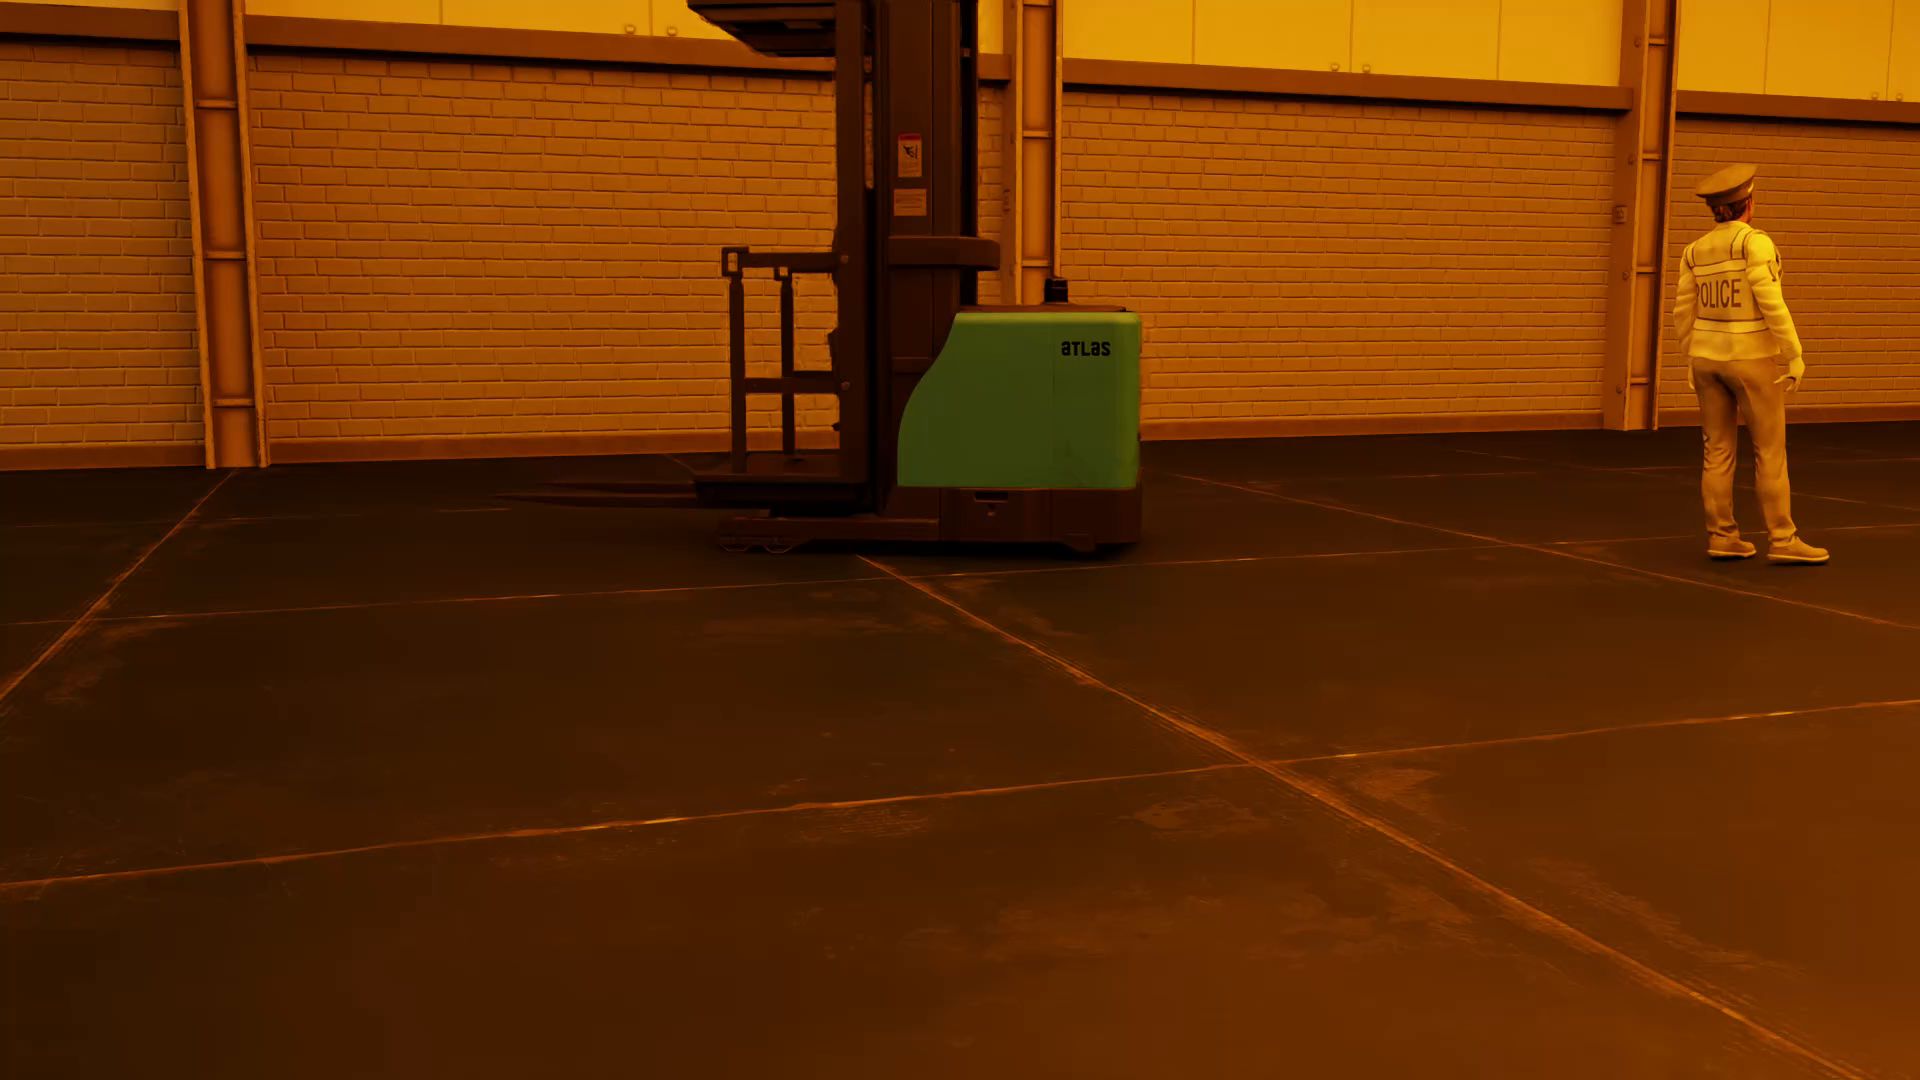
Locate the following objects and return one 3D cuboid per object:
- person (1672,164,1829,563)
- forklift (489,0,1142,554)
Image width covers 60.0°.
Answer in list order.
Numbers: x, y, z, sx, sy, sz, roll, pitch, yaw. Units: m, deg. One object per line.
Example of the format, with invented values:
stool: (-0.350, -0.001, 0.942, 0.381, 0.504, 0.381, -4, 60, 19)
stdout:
person: (3.406, -0.763, 7.196, 0.532, 1.696, 0.589, -4, 9, -25)
forklift: (-0.666, -1.458, 7.769, 3.031, 2.935, 1.130, 1, 8, 7)
